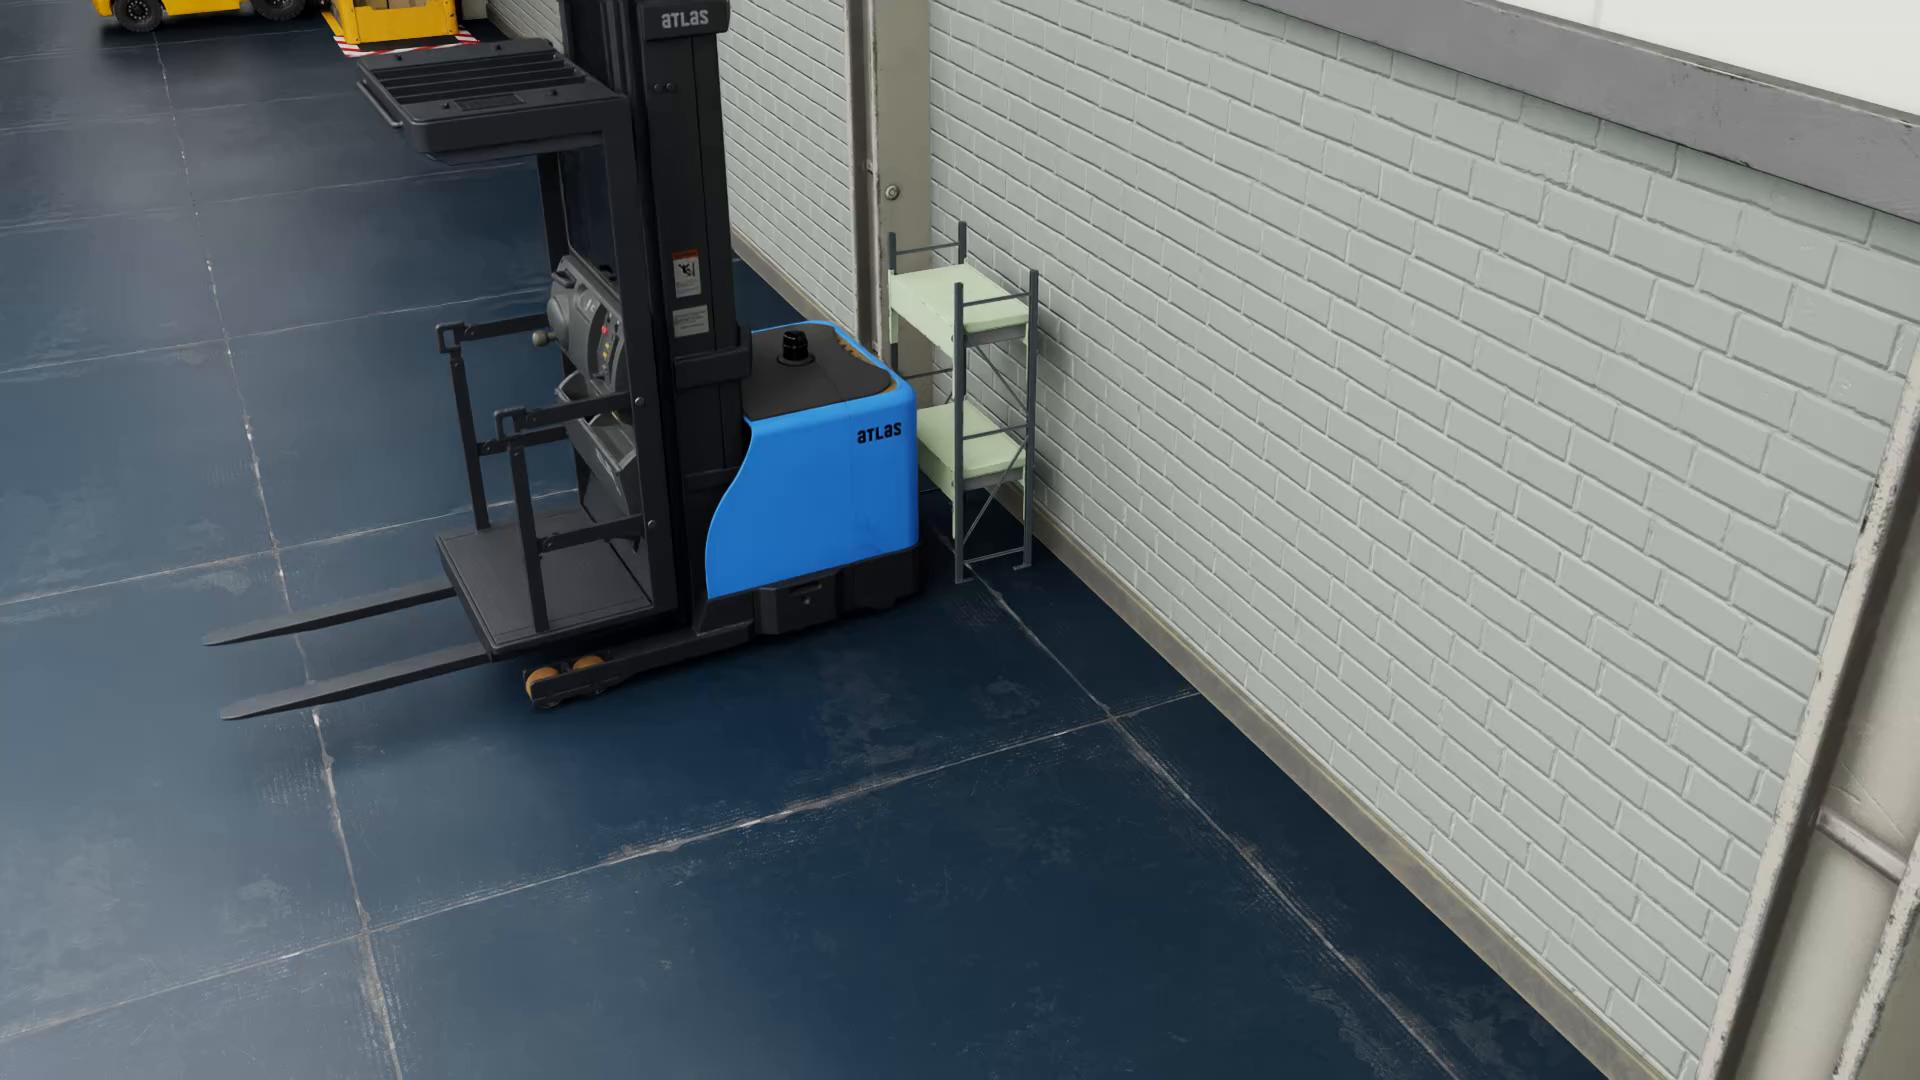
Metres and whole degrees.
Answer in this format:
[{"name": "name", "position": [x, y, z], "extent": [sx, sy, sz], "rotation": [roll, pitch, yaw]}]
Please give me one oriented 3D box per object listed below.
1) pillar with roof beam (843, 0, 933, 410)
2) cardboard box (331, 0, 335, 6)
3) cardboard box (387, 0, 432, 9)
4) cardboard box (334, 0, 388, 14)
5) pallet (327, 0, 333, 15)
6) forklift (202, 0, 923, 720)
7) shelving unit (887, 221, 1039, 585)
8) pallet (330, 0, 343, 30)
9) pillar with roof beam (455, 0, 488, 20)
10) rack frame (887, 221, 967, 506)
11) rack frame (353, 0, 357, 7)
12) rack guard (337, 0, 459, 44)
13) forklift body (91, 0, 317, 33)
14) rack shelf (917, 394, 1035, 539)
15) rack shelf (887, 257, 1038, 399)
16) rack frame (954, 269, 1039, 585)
[{"name": "pillar with roof beam", "position": [-4.255, -3.670, 5.594], "extent": [9.100, 9.000, 0.400], "rotation": [-13, 32, -22]}, {"name": "cardboard box", "position": [-6.726, -6.108, 18.458], "extent": [0.500, 0.250, 0.500], "rotation": [-13, 32, -22]}, {"name": "cardboard box", "position": [-6.068, -6.003, 18.271], "extent": [0.500, 0.250, 0.500], "rotation": [-13, 32, -22]}, {"name": "cardboard box", "position": [-6.521, -5.886, 18.062], "extent": [0.500, 0.250, 0.500], "rotation": [-13, 32, -22]}, {"name": "pallet", "position": [-6.920, -6.412, 19.469], "extent": [1.003, 0.211, 1.213], "rotation": [-13, 32, -22]}, {"name": "forklift", "position": [-1.721, -0.869, 6.802], "extent": [3.031, 2.935, 1.130], "rotation": [-15, 32, -24]}, {"name": "shelving unit", "position": [0.003, -0.651, 7.878], "extent": [0.431, 1.500, 0.755], "rotation": [-13, 32, -22]}, {"name": "pallet", "position": [-6.400, -5.874, 18.509], "extent": [1.003, 0.211, 1.213], "rotation": [-13, 32, -22]}, {"name": "pillar with roof beam", "position": [-9.407, -8.971, 15.047], "extent": [9.100, 9.000, 0.400], "rotation": [-13, 32, -22]}, {"name": "rack frame", "position": [-0.154, -0.813, 8.166], "extent": [0.400, 1.500, 0.023], "rotation": [-13, 32, -22]}, {"name": "rack frame", "position": [-6.034, -6.761, 17.241], "extent": [1.000, 3.000, 0.127], "rotation": [-13, 32, -22]}, {"name": "rack guard", "position": [-6.024, -5.660, 17.833], "extent": [1.175, 0.500, 0.348], "rotation": [-13, 32, -22]}, {"name": "forklift body", "position": [-8.496, -6.846, 18.259], "extent": [2.313, 2.155, 1.214], "rotation": [-13, 32, -22]}, {"name": "rack shelf", "position": [0.003, -0.367, 8.037], "extent": [0.431, 0.370, 0.720], "rotation": [-13, 32, -22]}, {"name": "rack shelf", "position": [0.003, -0.992, 7.687], "extent": [0.431, 0.370, 0.720], "rotation": [-13, 32, -22]}, {"name": "rack frame", "position": [0.160, -0.490, 7.590], "extent": [0.400, 1.500, 0.023], "rotation": [-13, 32, -22]}]
